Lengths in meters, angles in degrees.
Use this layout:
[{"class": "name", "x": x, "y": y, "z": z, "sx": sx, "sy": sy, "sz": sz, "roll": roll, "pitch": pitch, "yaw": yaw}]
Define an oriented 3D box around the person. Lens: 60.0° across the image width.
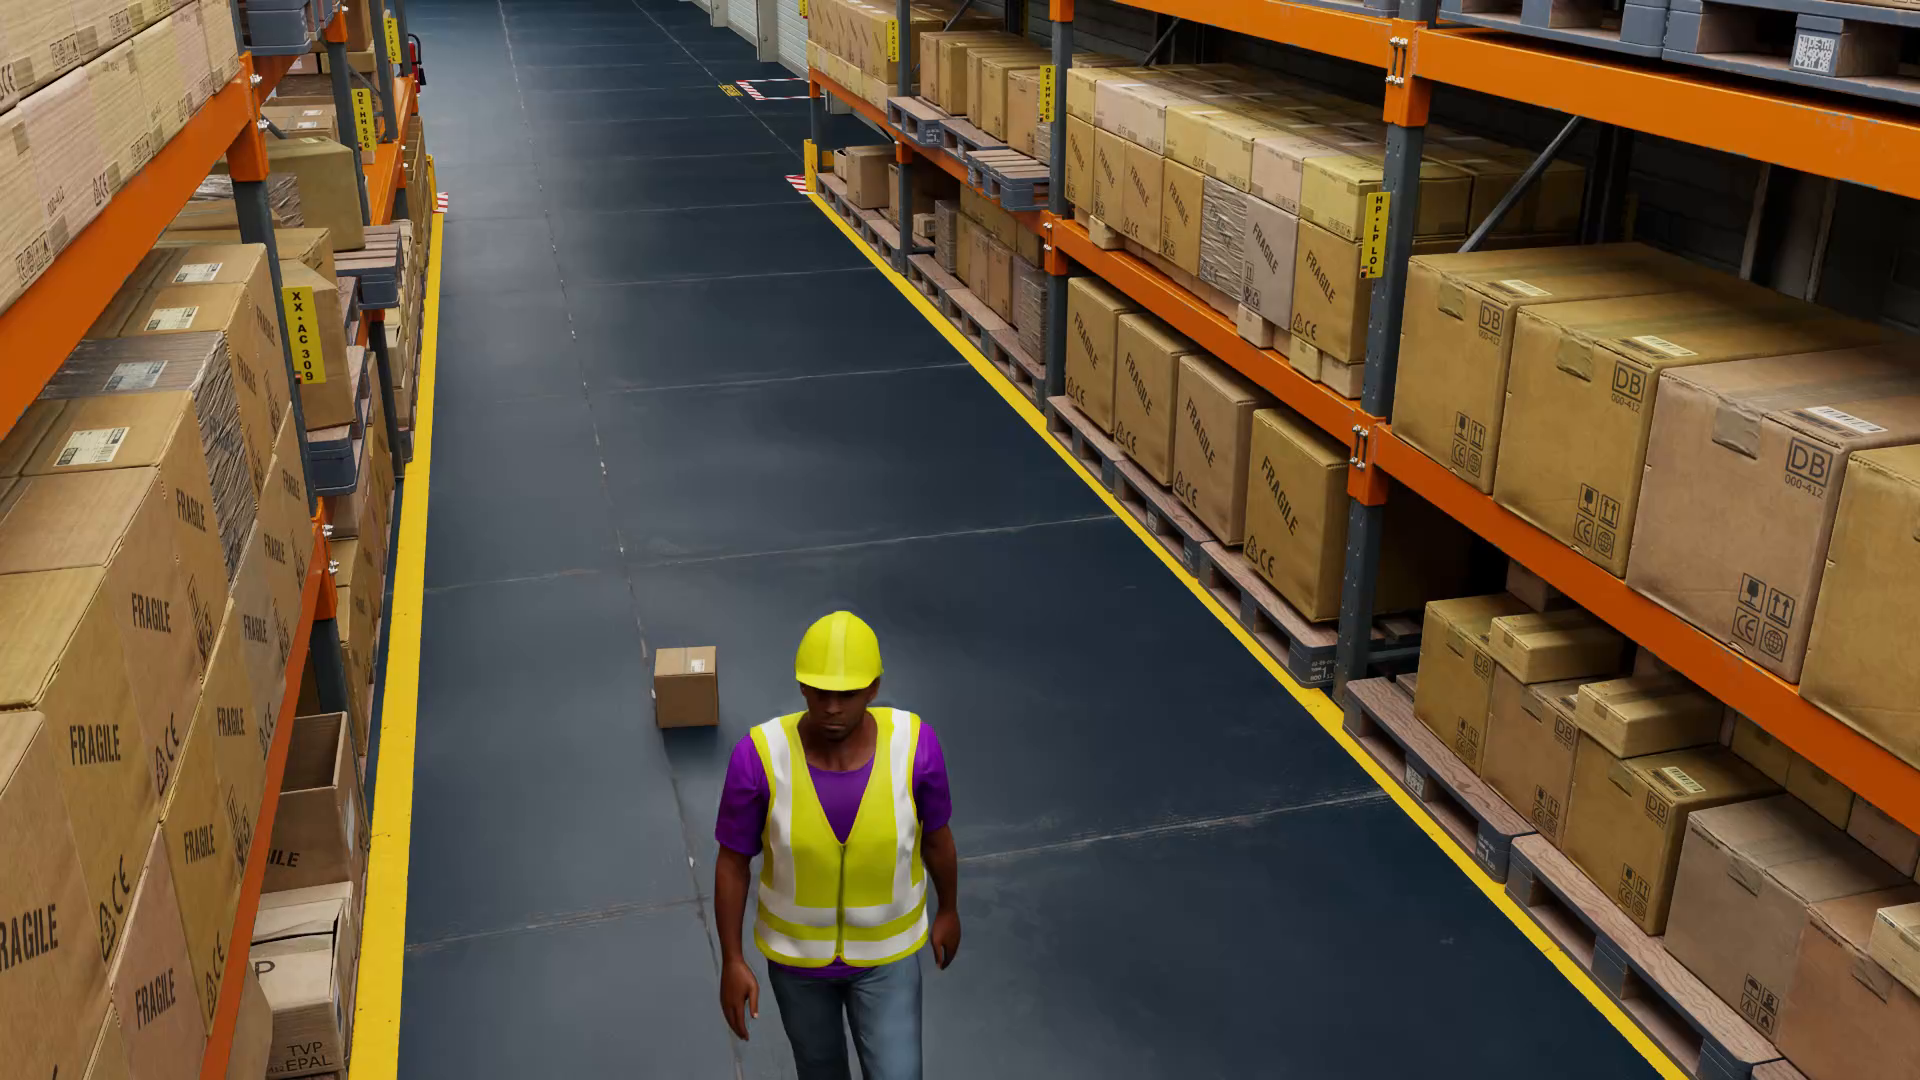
[{"class": "person", "x": -0.293, "y": 1.037, "z": 4.088, "sx": 0.611, "sy": 1.765, "sz": 0.861, "roll": -1, "pitch": 23, "yaw": -2}]
